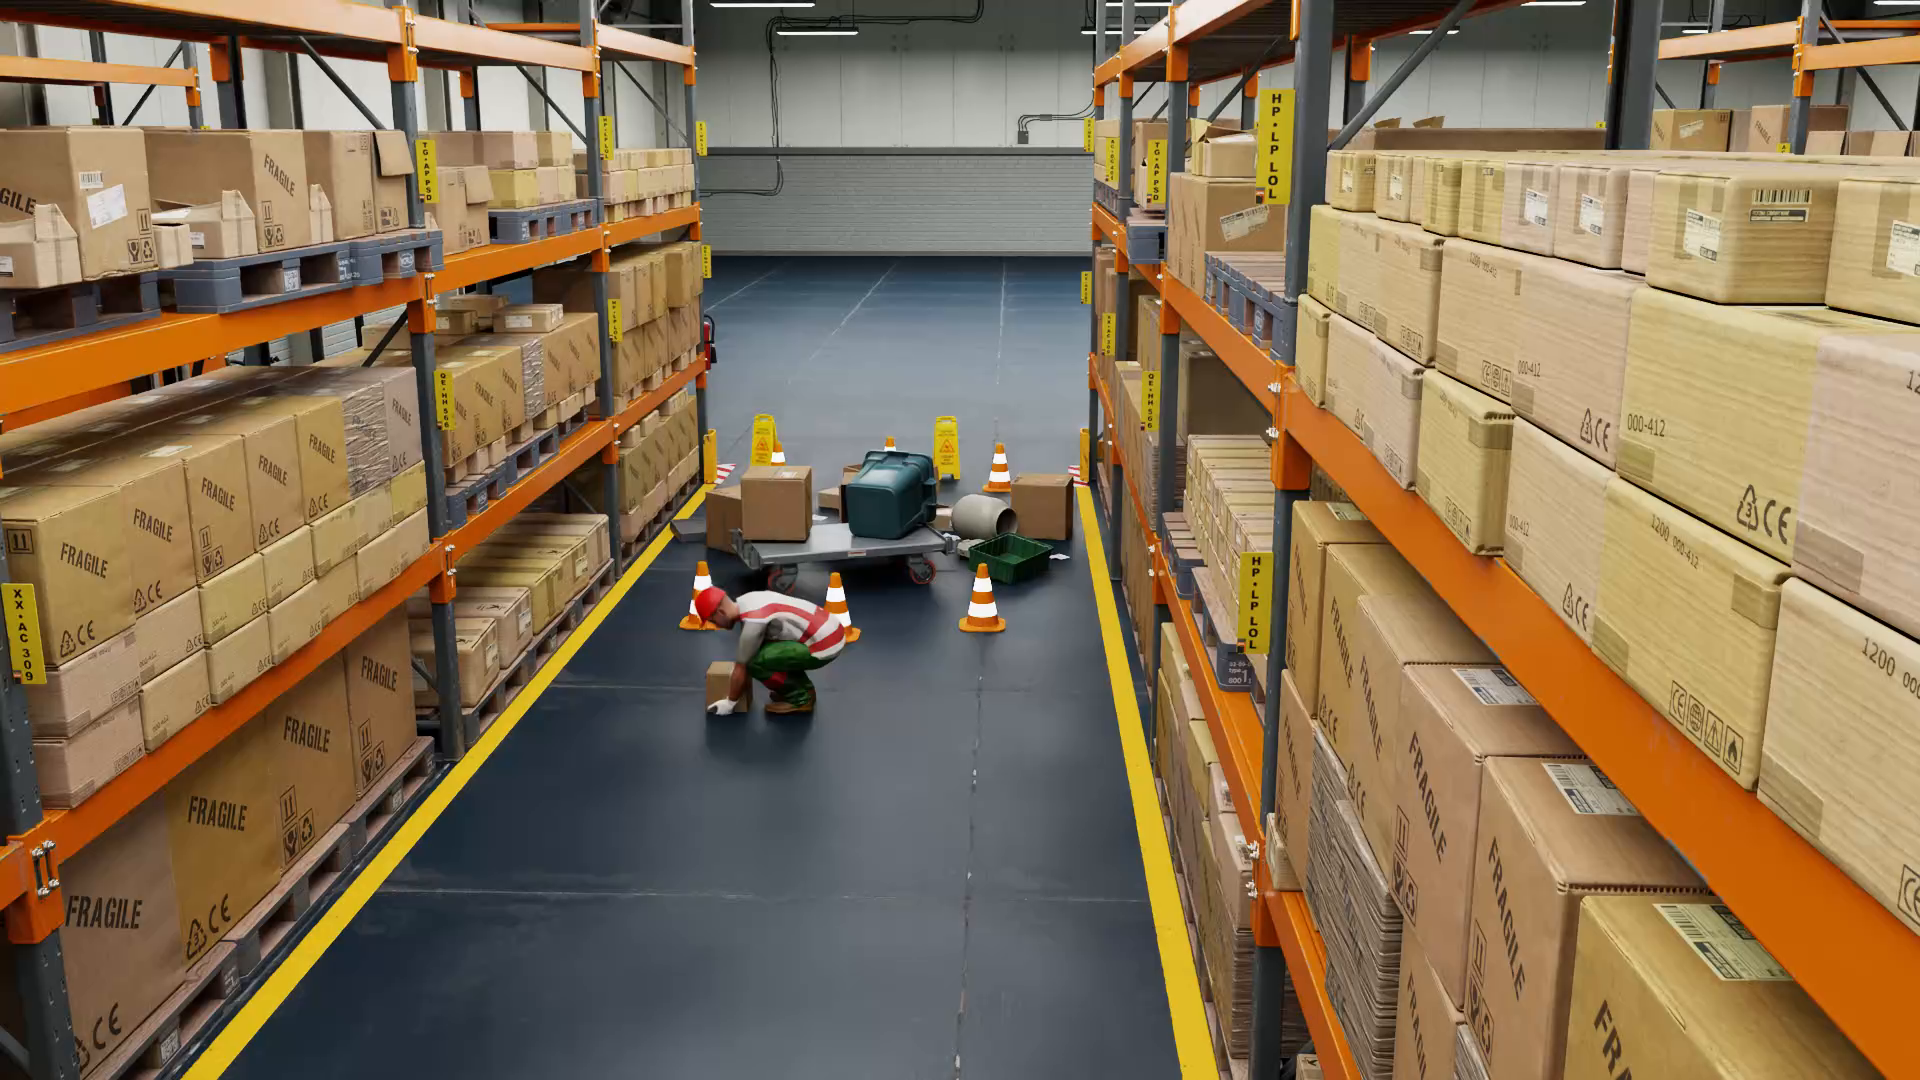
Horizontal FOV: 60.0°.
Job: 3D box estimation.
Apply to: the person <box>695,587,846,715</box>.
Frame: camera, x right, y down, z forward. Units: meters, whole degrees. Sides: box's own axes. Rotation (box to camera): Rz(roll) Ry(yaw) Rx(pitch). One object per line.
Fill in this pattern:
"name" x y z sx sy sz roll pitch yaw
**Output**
"person" -1.170 0.706 10.345 0.916 0.876 0.534 0 14 1
